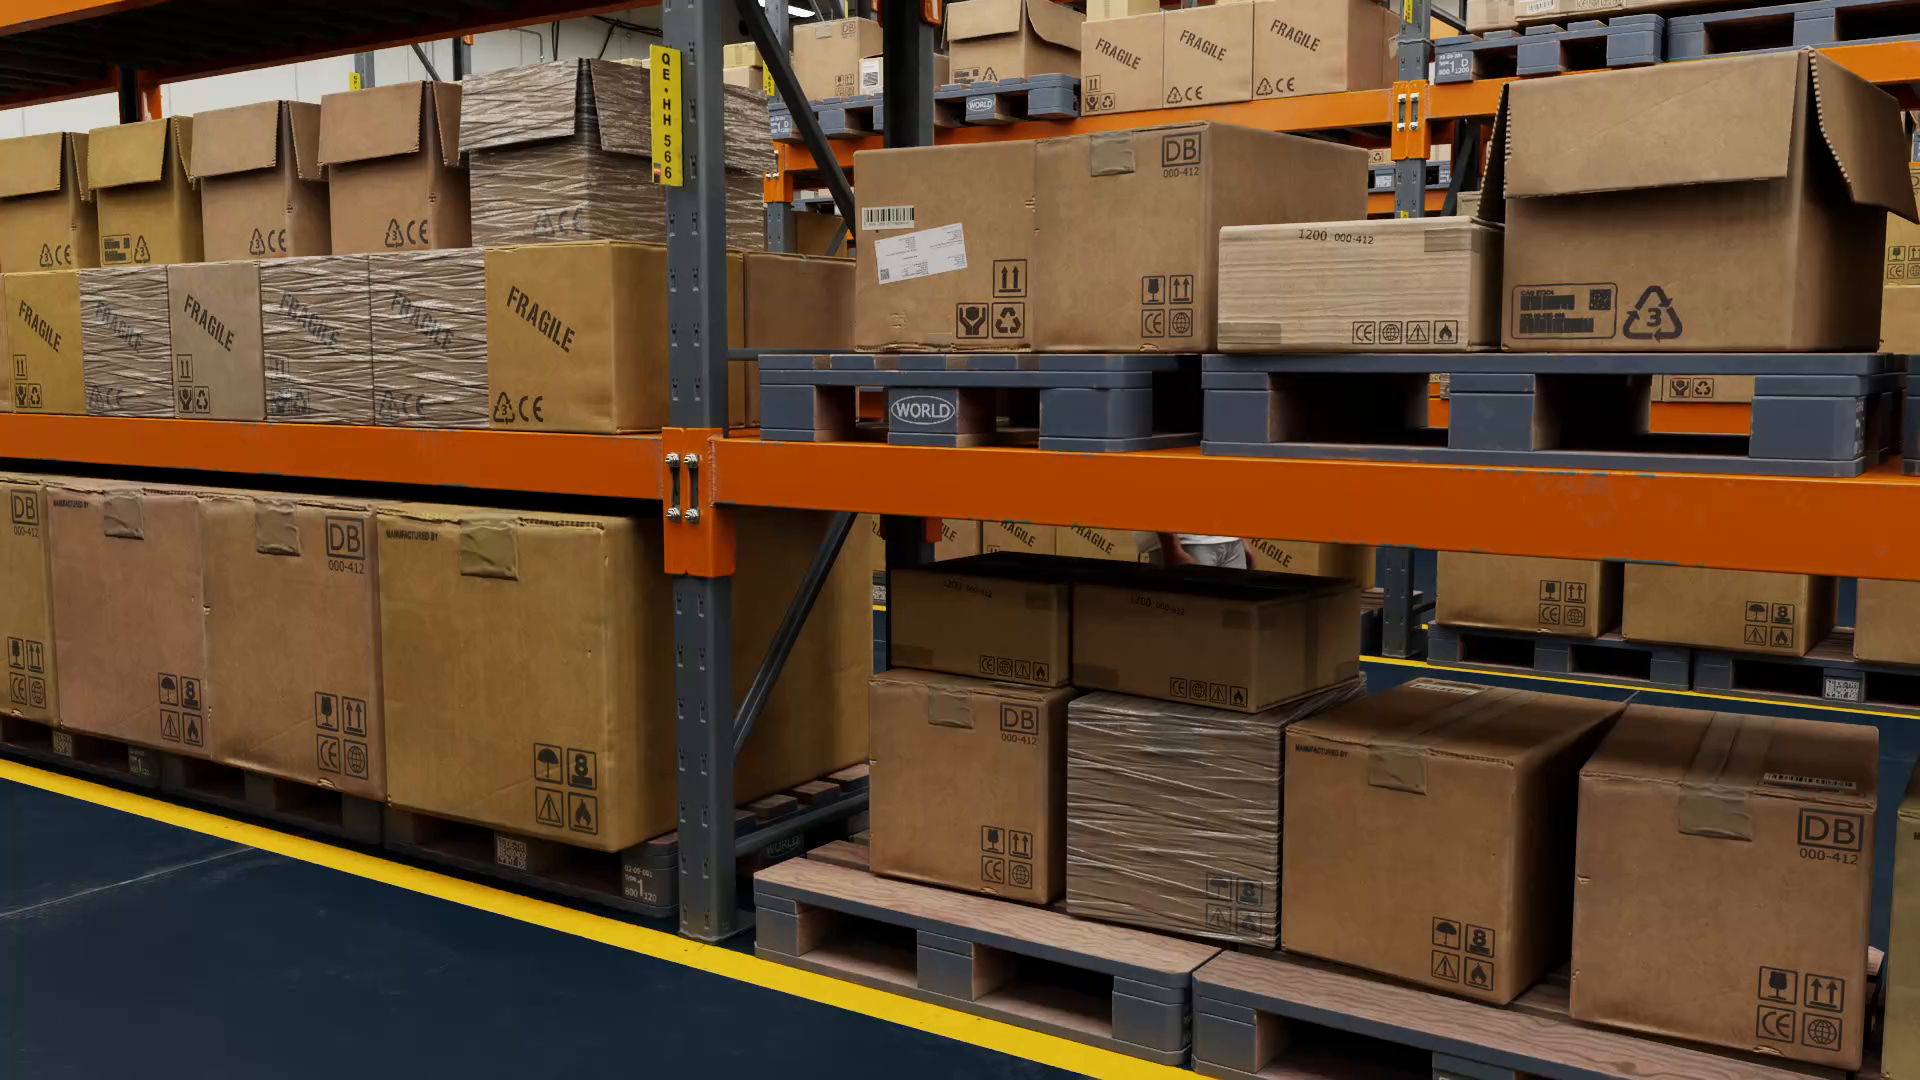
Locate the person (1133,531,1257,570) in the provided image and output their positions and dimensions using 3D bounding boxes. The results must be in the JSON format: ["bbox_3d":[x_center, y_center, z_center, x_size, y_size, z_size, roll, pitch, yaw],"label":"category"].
[{"bbox_3d":[0.821,0.022,5.510,0.462,1.759,0.633,4,7,33],"label":"person"}]
